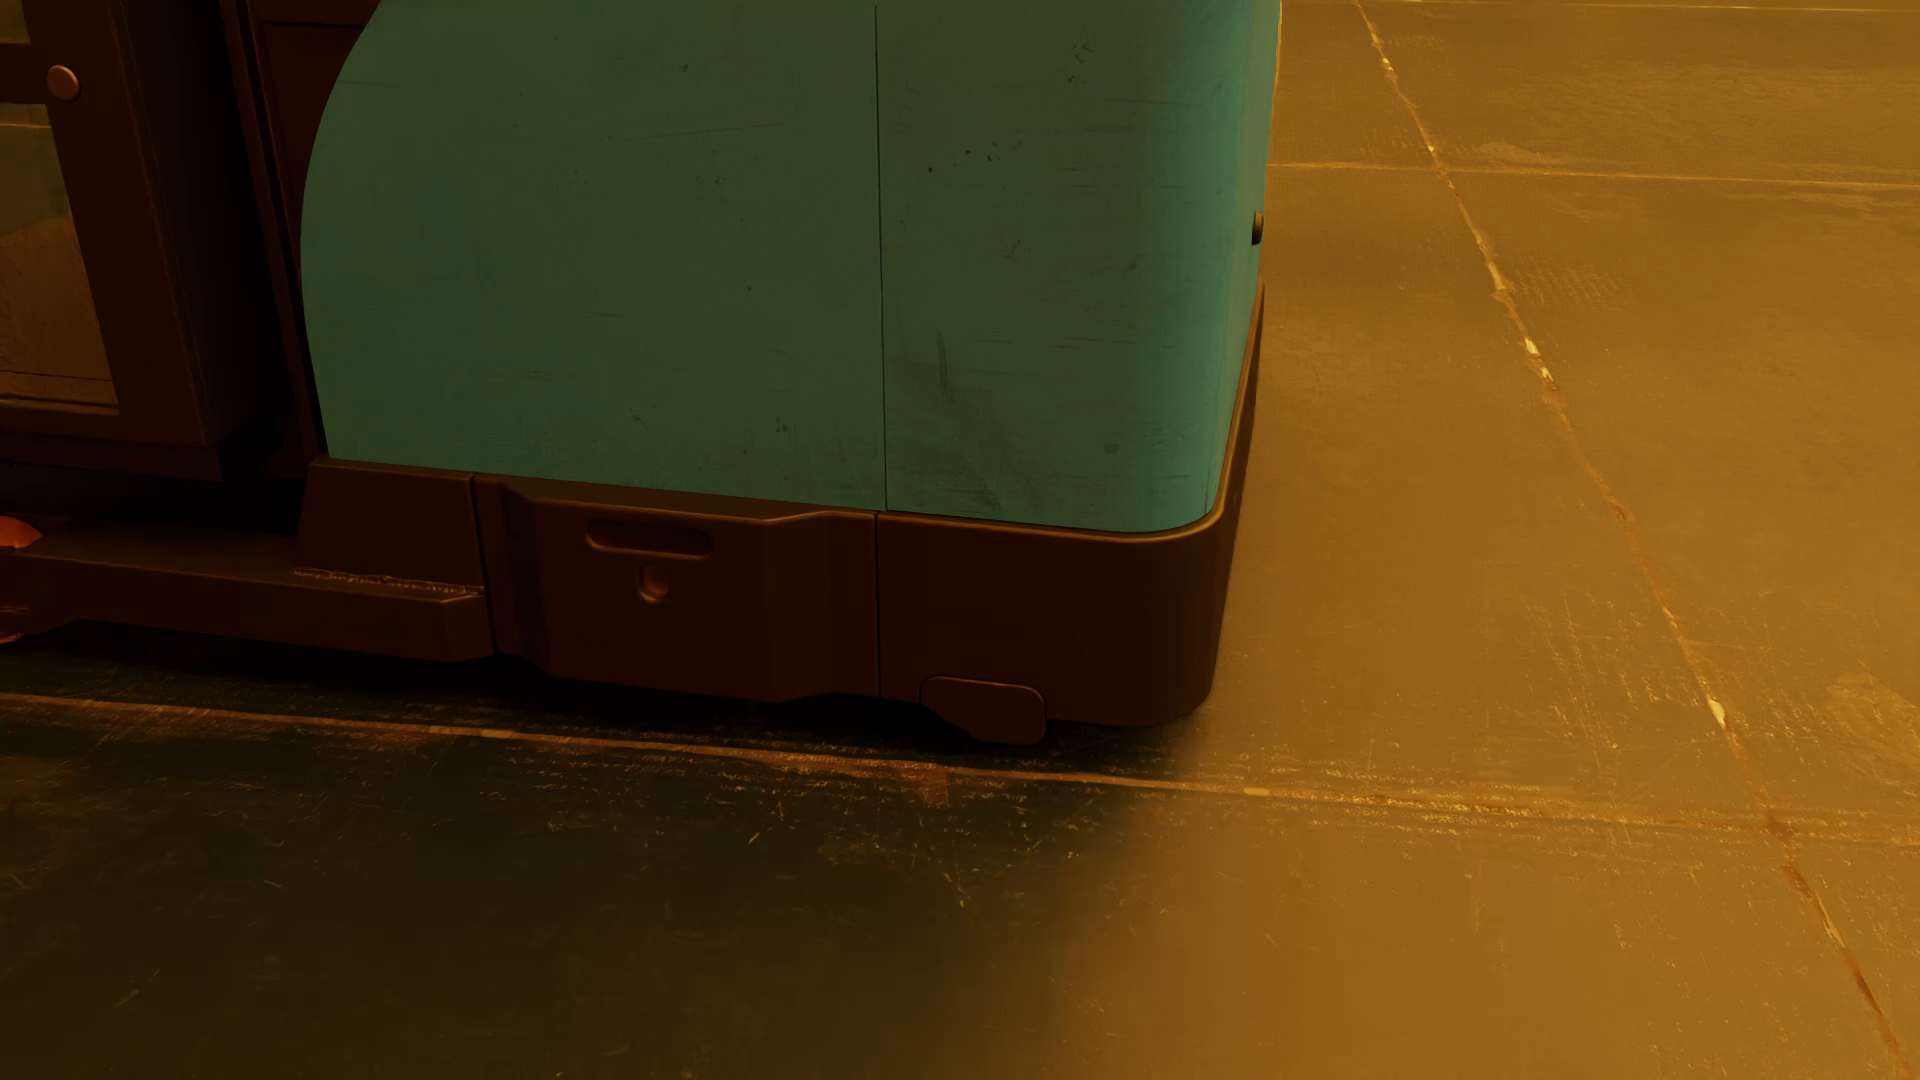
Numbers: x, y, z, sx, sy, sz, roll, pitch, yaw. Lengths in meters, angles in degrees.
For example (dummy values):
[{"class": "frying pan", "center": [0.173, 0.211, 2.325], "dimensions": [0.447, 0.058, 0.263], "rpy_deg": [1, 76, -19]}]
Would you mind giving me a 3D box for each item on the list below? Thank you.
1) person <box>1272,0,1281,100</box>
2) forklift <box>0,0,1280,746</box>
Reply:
[{"class": "person", "center": [0.397, -1.173, 3.385], "dimensions": [0.547, 1.367, 0.822], "rpy_deg": [0, 27, 0]}, {"class": "forklift", "center": [-1.092, -1.397, 2.017], "dimensions": [3.031, 2.935, 1.130], "rpy_deg": [6, 27, 11]}]
